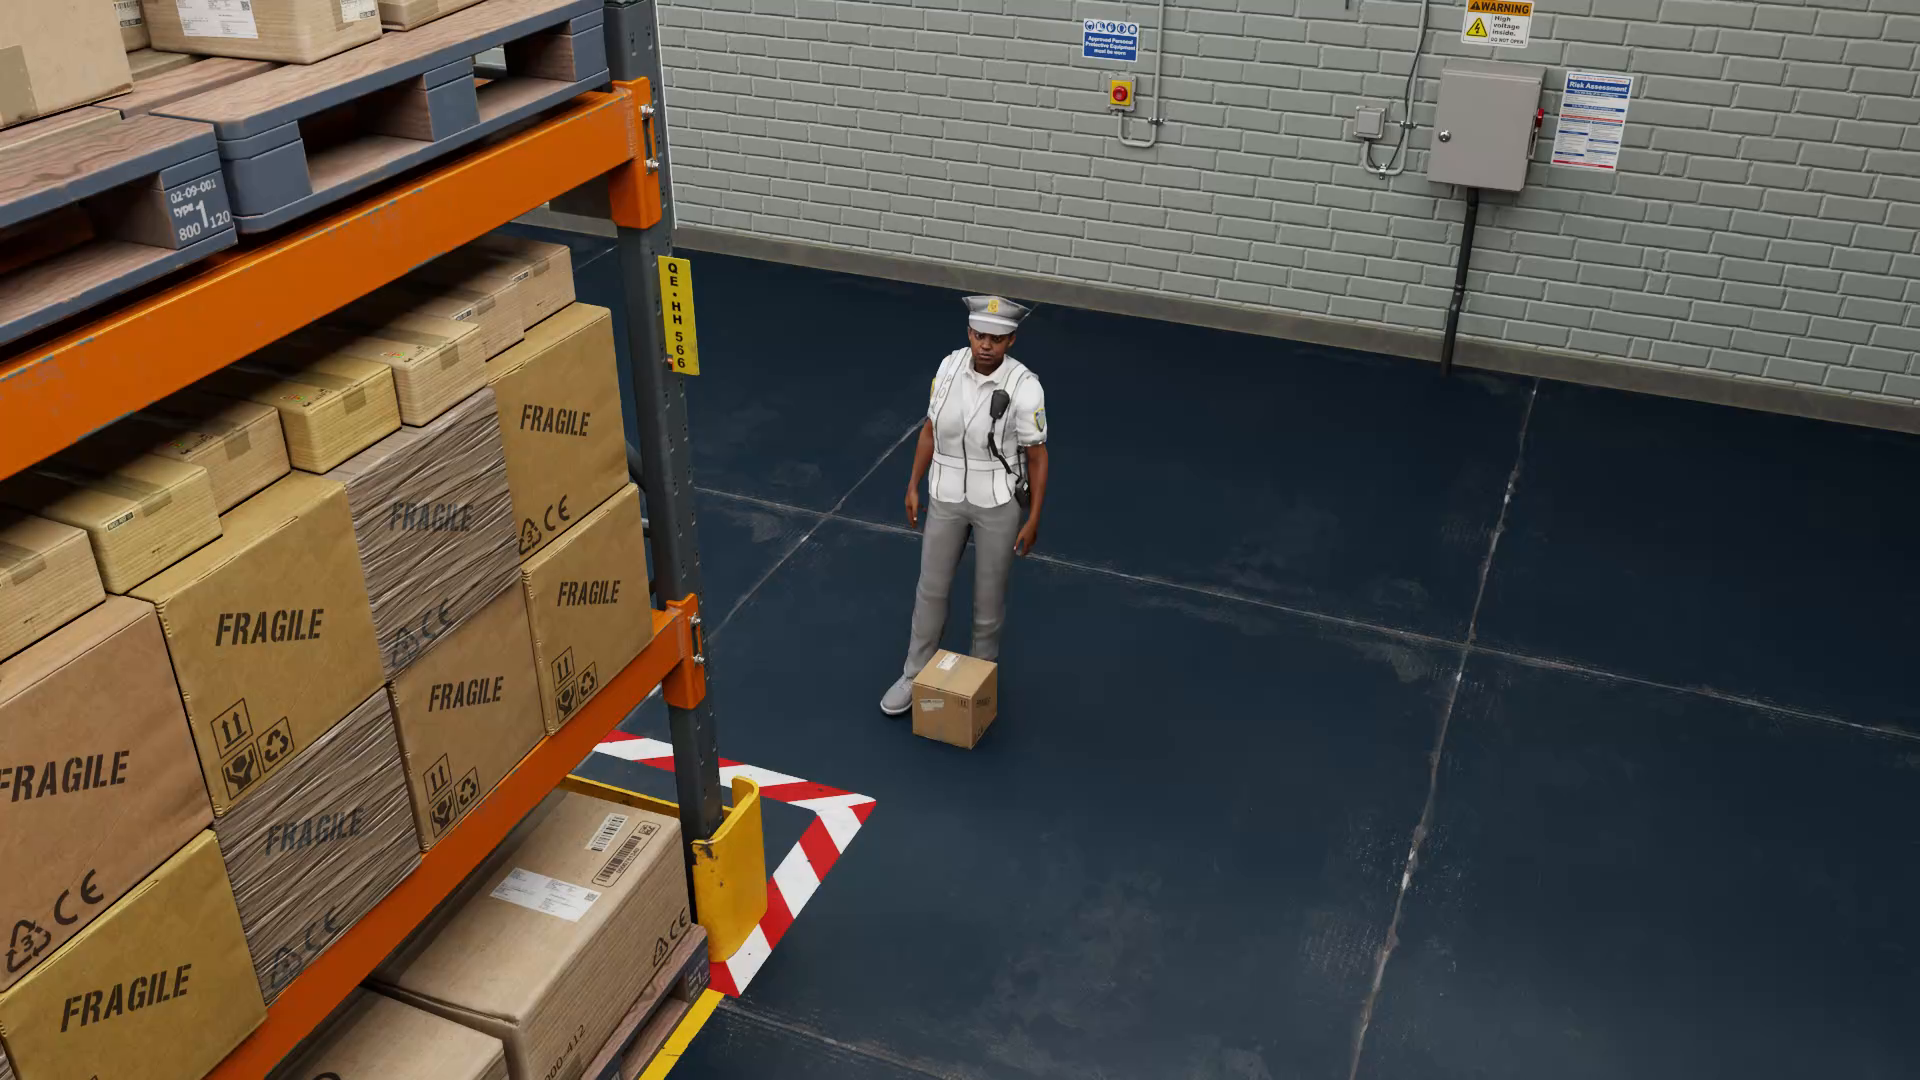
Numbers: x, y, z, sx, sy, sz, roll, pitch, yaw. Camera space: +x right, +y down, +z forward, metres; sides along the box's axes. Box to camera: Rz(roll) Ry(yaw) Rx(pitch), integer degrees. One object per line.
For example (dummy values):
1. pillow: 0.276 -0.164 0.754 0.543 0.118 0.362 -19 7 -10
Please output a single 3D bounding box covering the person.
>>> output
1. person: 0.025 -0.115 6.280 0.570 1.693 0.529 11 32 19
